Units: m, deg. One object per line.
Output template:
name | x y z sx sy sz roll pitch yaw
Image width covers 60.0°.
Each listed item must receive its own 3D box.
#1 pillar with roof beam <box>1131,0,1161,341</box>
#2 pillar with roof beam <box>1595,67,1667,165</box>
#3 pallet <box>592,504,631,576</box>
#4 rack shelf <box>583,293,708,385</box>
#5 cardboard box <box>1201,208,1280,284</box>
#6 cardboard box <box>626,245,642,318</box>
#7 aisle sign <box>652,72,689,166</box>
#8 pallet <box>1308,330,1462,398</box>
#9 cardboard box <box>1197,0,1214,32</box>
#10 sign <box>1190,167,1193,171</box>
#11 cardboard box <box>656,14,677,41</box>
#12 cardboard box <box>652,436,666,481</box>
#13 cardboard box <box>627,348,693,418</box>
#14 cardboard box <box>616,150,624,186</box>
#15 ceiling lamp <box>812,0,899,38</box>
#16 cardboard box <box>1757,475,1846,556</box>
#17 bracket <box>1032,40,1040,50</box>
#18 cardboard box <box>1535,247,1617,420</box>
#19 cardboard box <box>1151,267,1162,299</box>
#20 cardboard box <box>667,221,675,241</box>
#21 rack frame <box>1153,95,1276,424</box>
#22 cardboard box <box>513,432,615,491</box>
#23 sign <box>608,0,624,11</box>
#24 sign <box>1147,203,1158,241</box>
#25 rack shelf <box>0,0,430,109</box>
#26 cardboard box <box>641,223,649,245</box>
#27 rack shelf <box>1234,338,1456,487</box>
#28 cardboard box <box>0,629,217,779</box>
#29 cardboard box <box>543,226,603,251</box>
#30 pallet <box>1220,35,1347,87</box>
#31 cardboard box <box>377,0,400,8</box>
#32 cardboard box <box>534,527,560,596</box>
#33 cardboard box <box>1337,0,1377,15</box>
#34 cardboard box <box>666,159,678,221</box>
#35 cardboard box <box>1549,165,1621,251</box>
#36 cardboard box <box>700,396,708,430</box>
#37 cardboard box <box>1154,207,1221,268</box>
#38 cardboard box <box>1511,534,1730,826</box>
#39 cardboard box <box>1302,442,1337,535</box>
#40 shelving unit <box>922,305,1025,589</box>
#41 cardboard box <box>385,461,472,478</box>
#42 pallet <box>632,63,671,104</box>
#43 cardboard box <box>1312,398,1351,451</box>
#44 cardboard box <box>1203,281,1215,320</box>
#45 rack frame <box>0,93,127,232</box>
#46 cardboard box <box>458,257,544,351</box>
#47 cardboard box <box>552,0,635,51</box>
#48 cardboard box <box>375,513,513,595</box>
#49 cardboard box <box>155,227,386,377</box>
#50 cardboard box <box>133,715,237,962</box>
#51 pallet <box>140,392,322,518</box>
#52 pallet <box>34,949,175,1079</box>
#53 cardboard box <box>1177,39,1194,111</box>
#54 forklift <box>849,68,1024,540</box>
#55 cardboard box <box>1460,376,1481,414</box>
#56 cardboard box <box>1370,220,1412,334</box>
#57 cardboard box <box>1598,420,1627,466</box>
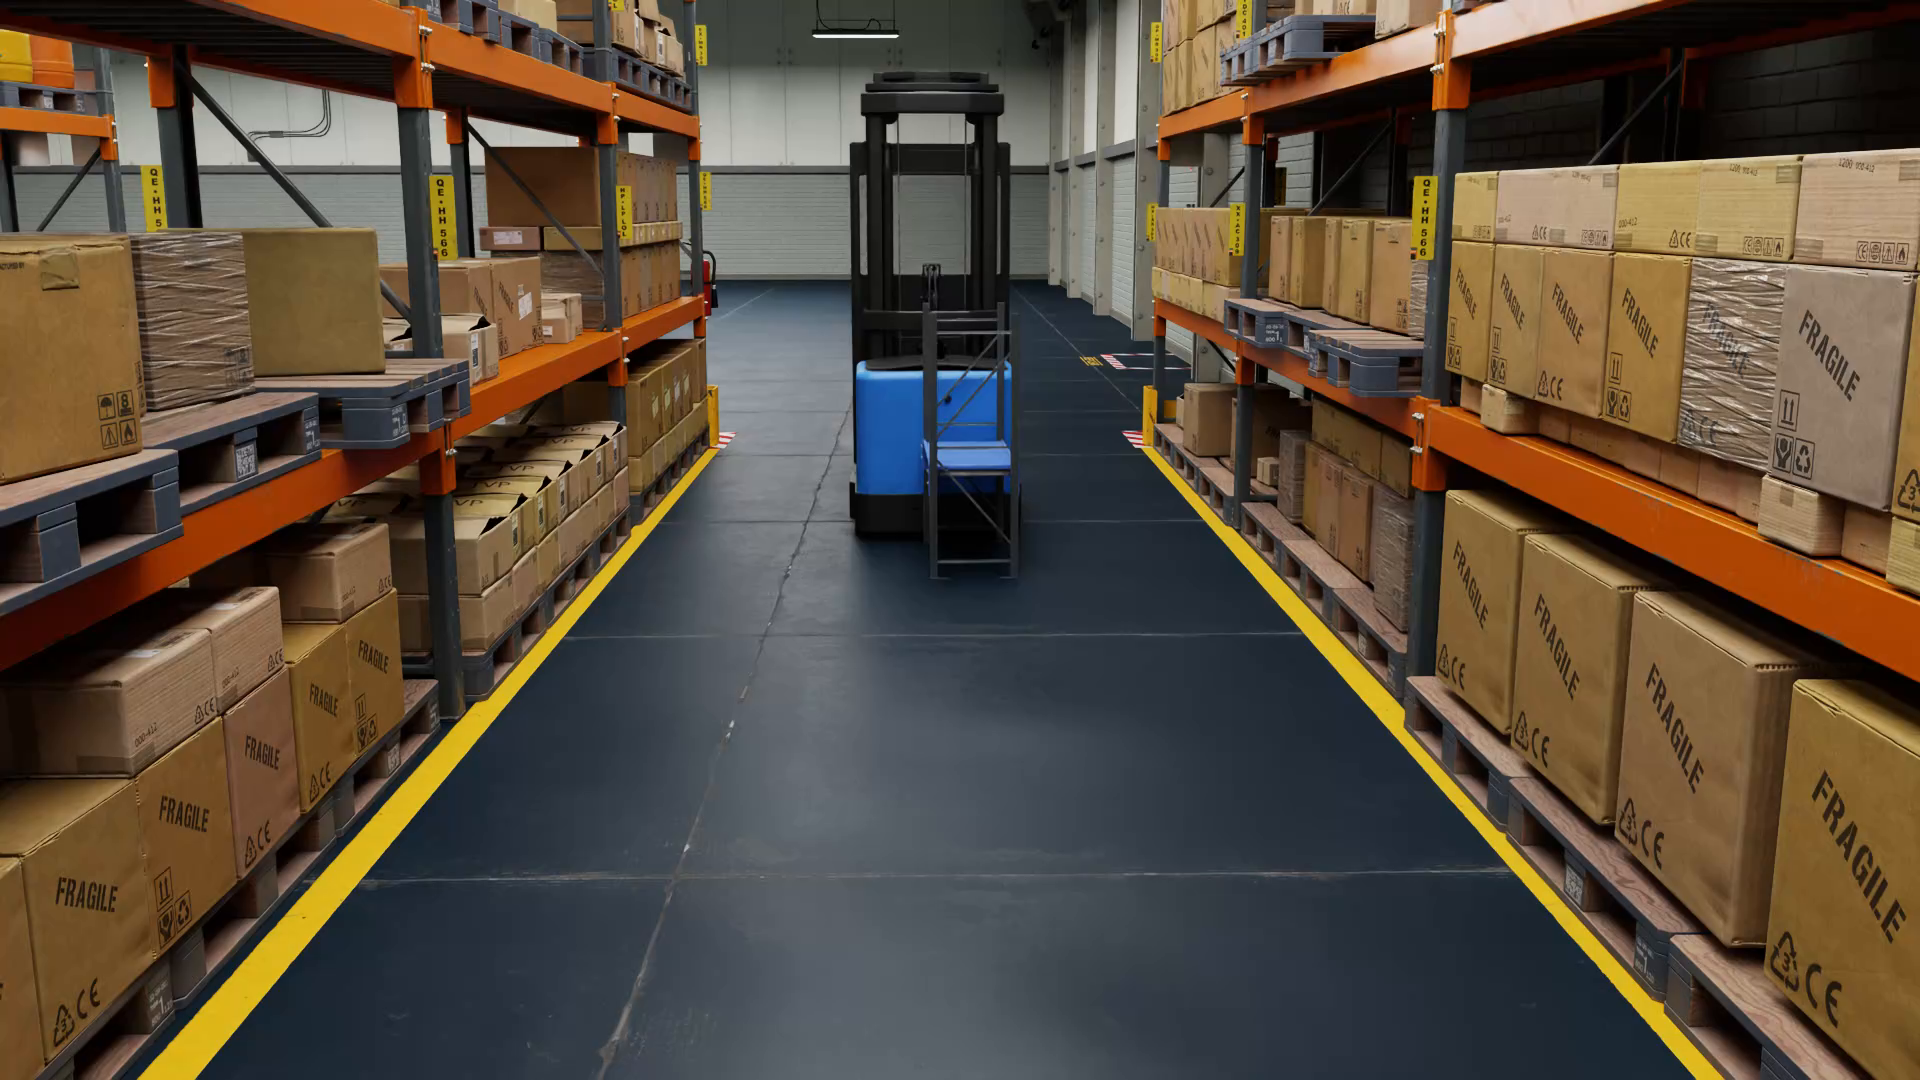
pillar with roof beam | -1.456 -7.512 24.954 9.100 9.000 0.400 0 11 -1
pillar with roof beam | -1.084 -3.934 7.317 9.100 9.000 0.400 0 11 -1
pallet | -2.599 -0.011 10.081 1.003 0.211 1.213 0 11 -1
rack shelf | -2.694 -1.569 12.556 1.077 0.370 4.000 0 11 -1
cardboard box | 1.965 -2.040 11.513 0.500 0.500 0.500 0 11 -1
cardboard box | -2.692 -1.865 11.958 0.700 0.500 0.500 0 11 0
aisle sign | -2.443 -3.607 14.256 0.394 0.787 0.004 0 11 -1
pallet | 2.261 -0.797 7.425 1.213 0.211 1.003 0 11 -1
cardboard box | 1.975 -3.875 11.753 0.500 0.500 0.500 -1 11 -3
sign | 3.059 -5.026 21.960 0.001 0.298 0.199 0 11 -1
cardboard box | -2.728 -4.000 13.517 0.797 0.503 0.637 1 11 3
cardboard box | -2.365 -0.575 11.707 0.500 0.250 0.500 0 11 -1
cardboard box | -2.392 -1.240 13.102 0.500 0.500 0.500 0 11 -1
cardboard box | -2.680 -2.397 11.316 0.700 0.500 0.500 0 11 -1
ceiling lamp | -2.403 -13.180 38.211 2.000 3.185 0.800 0 11 -1
cardboard box | 2.122 -0.061 3.898 0.380 0.149 0.250 0 11 -1
bracket | 2.064 -13.424 45.042 0.235 0.232 0.430 0 11 -1
cardboard box | 2.147 -0.654 5.187 0.500 0.500 0.500 0 11 -1
cardboard box | 1.910 -2.178 14.076 0.500 0.250 0.500 -1 11 -3
cardboard box | -2.525 -2.508 13.492 0.380 0.149 0.250 0 11 -2
rack frame | 2.217 -2.340 14.548 1.000 3.000 0.127 0 11 -1
cardboard box | -2.341 -0.474 9.800 0.500 0.311 0.500 0 11 0
sign | -2.111 -3.405 10.164 0.100 0.325 0.005 0 11 -1
sign | 1.675 -2.762 14.451 0.100 0.325 0.005 0 11 -1
rack shelf | -2.529 -1.448 4.419 1.077 0.370 4.000 0 11 -1
cardboard box | -2.500 -2.253 12.235 0.380 0.149 0.250 0 11 -2
rack shelf | 2.341 -0.795 8.741 1.077 0.370 4.000 0 11 -1
cardboard box | -2.275 0.413 4.275 0.500 0.250 0.500 0 11 -1
cardboard box | -2.465 -1.945 10.718 0.380 0.149 0.250 0 11 -1
pallet | 2.206 -2.800 9.742 1.213 0.211 1.003 0 11 -1
cardboard box | -2.527 -2.161 5.871 0.910 0.500 0.500 0 11 -1
cardboard box | -2.315 0.105 8.358 0.500 0.250 0.500 -1 11 -3
cardboard box | 2.257 -2.915 8.533 0.500 0.500 0.500 -1 11 -3
cardboard box | -2.737 -2.900 13.796 0.700 0.500 0.500 0 11 -1
cardboard box | 2.160 -1.024 5.127 0.500 0.250 0.500 0 11 -1
cardboard box | -2.429 -1.072 14.156 0.500 0.250 0.500 0 11 -1
cardboard box | 1.926 -2.547 14.013 0.500 0.500 0.500 0 11 -1
cardboard box | 2.278 0.419 5.300 0.750 0.750 0.750 0 11 -1
cardboard box | 2.392 -0.287 9.607 0.700 0.500 0.500 0 11 -2
shelving unit | 0.063 -0.570 9.594 0.538 1.500 1.048 -1 11 -3
cardboard box | -2.860 -0.268 8.784 0.500 0.311 0.500 0 11 0
pallet | -2.719 -3.362 12.263 1.003 0.211 1.213 0 11 -1
cardboard box | 2.344 -0.669 9.607 0.500 0.250 0.500 0 11 -2
cardboard box | 1.985 -1.673 11.588 0.500 0.250 0.500 0 11 -1
rack frame | -7.688 -2.299 14.347 1.000 3.000 0.127 0 11 -1
cardboard box | -2.642 -1.315 9.246 0.500 0.500 0.500 1 11 3
cardboard box | -2.400 -3.418 10.660 0.500 0.500 0.500 1 11 4
cardboard box | -2.287 0.033 7.300 0.500 0.311 0.500 0 11 1
cardboard box | -2.444 -0.859 5.939 0.700 0.500 0.500 -4 12 -20
cardboard box | -2.279 0.774 4.382 0.500 0.500 0.500 0 11 0
pallet | -2.525 -0.248 4.719 1.003 0.211 1.213 0 11 -1
pallet | -2.542 1.272 3.760 1.003 0.211 1.213 0 11 -1
cardboard box | 1.964 -3.591 12.870 0.500 0.500 0.500 0 11 1
forklift | -0.205 -1.677 11.453 1.130 2.935 3.031 -1 11 -3
cardboard box | 2.158 -0.570 6.405 0.380 0.149 0.250 0 11 -2
cardboard box | 2.324 -1.219 7.663 0.700 0.500 0.500 -1 12 -7
cardboard box | 2.212 -0.314 5.145 0.380 0.149 0.250 0 11 0
